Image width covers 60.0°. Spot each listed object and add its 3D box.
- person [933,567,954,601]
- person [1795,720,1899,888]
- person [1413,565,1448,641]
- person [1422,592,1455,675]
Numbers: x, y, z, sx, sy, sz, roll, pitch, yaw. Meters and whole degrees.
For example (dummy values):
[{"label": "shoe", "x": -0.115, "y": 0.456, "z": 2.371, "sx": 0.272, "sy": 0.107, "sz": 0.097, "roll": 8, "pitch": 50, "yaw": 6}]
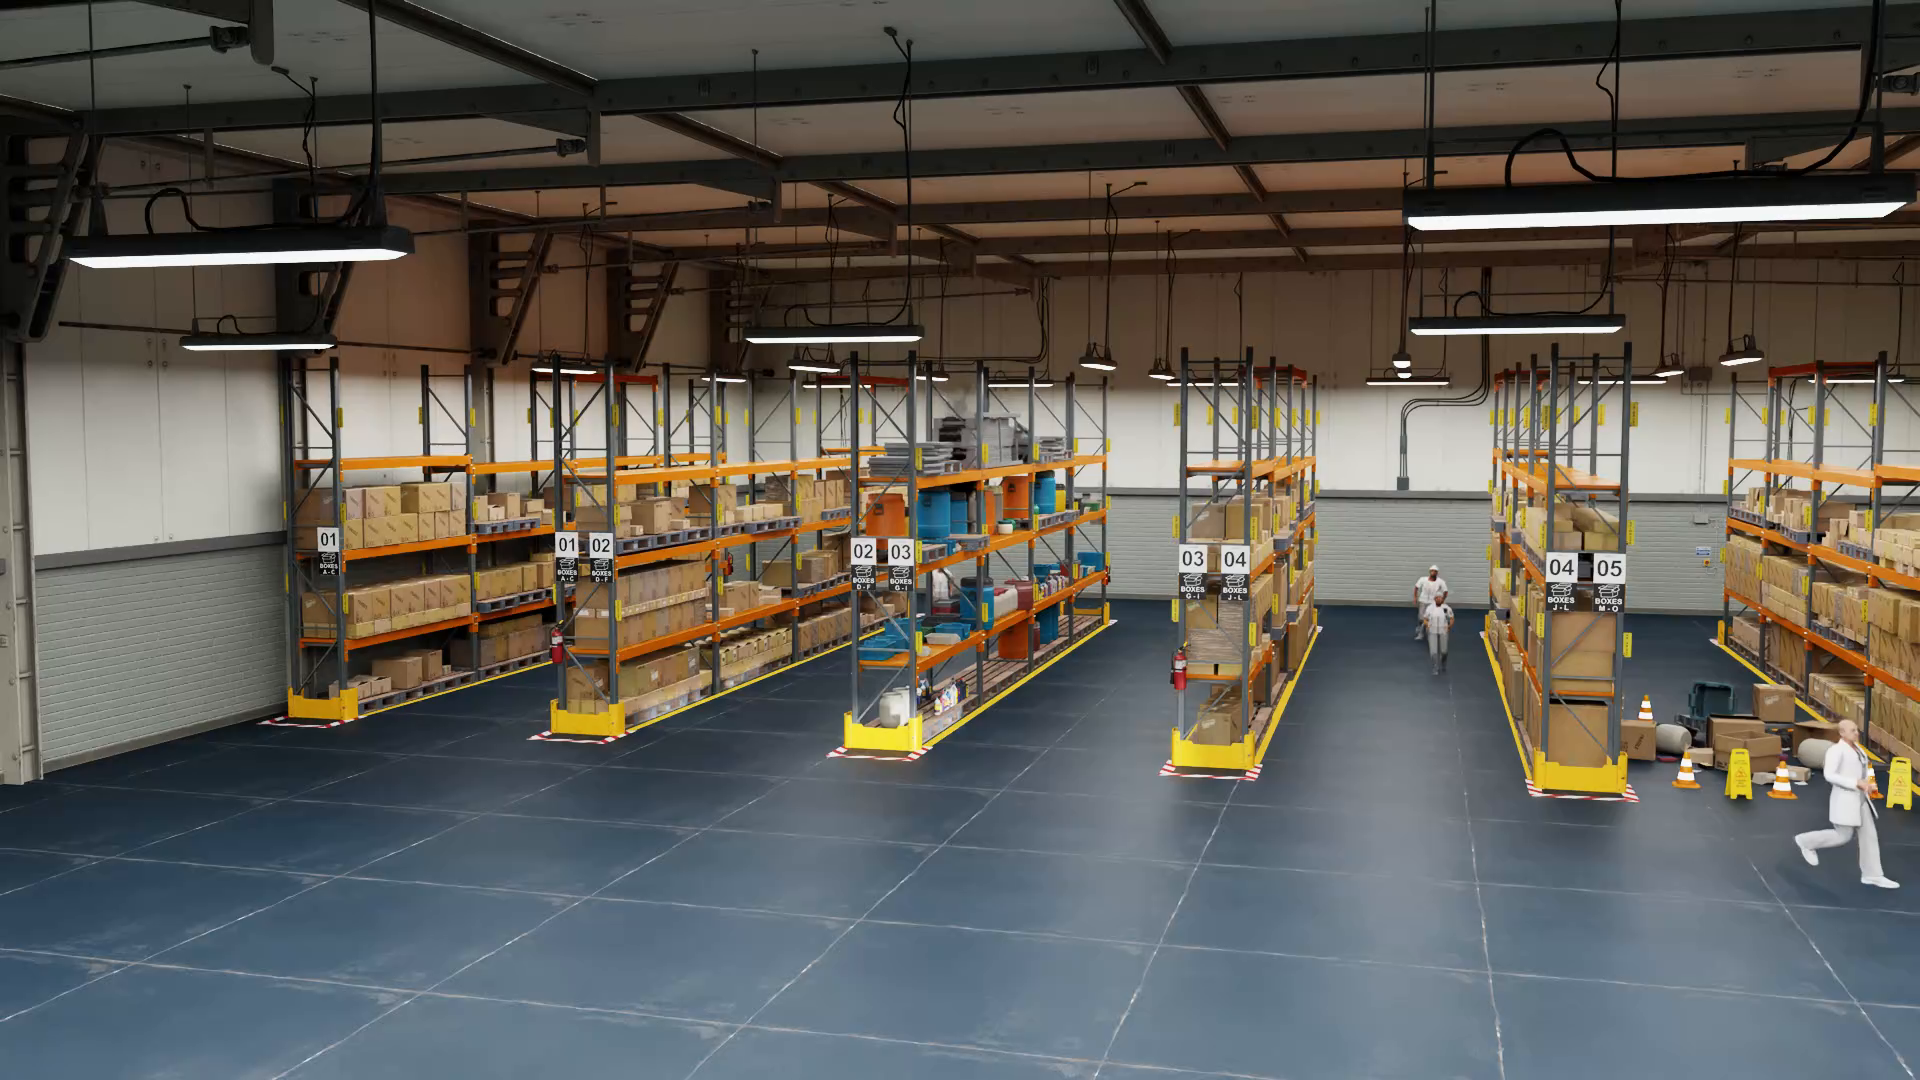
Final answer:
[{"label": "person", "x": -0.459, "y": 1.316, "z": 38.453, "sx": 0.662, "sy": 1.774, "sz": 0.911, "roll": 0, "pitch": 4, "yaw": 0}, {"label": "person", "x": 9.604, "y": 2.804, "z": 17.885, "sx": 0.724, "sy": 1.742, "sz": 1.013, "roll": -3, "pitch": 5, "yaw": -32}, {"label": "person", "x": 10.578, "y": 1.412, "z": 37.403, "sx": 0.738, "sy": 1.693, "sz": 0.571, "roll": 2, "pitch": 5, "yaw": 23}, {"label": "person", "x": 9.315, "y": 1.816, "z": 32.389, "sx": 0.602, "sy": 1.618, "sz": 0.568, "roll": 1, "pitch": 4, "yaw": 16}]
